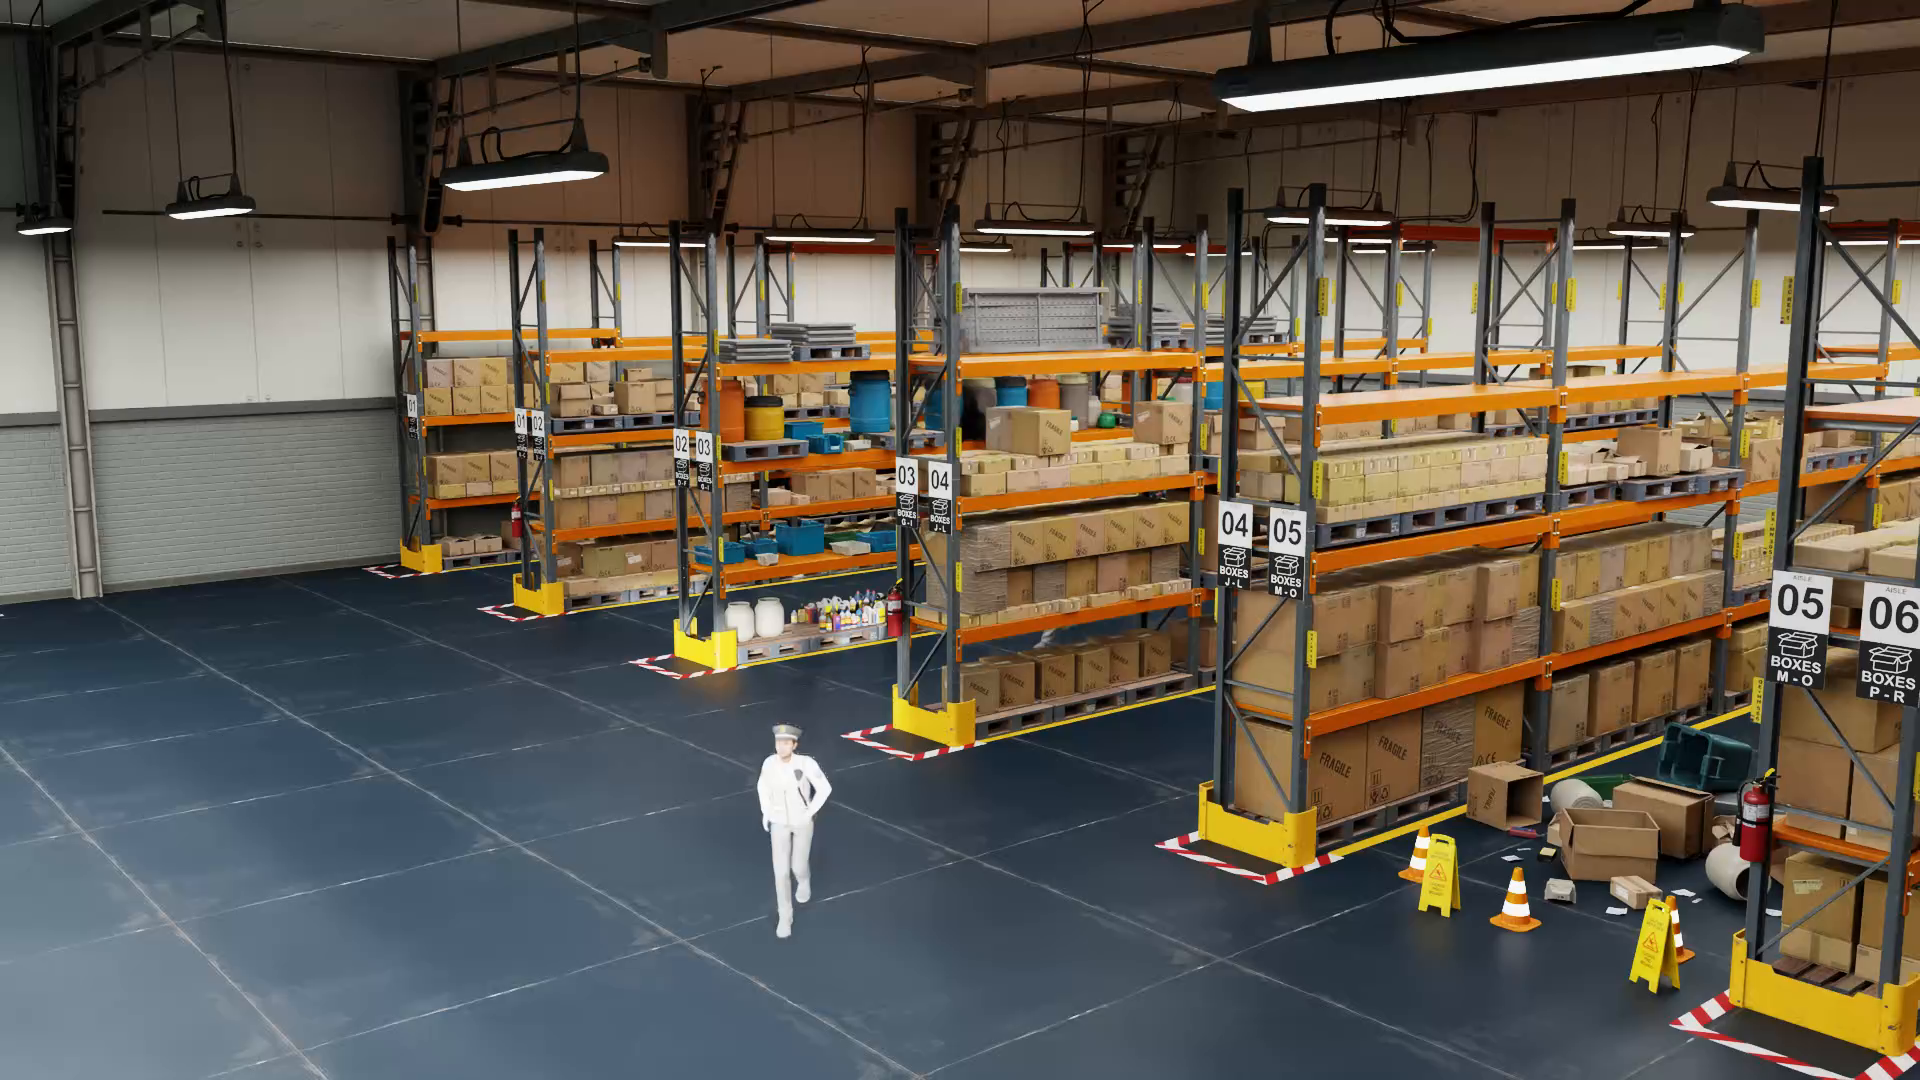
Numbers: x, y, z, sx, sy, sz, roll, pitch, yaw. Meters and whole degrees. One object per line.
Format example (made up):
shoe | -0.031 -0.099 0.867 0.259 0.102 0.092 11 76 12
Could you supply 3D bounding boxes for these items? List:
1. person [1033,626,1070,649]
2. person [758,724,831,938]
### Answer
person | 1.294 0.569 22.436 0.682 1.781 0.855 9 12 44
person | -1.338 2.294 13.491 0.621 1.738 0.727 1 9 6
